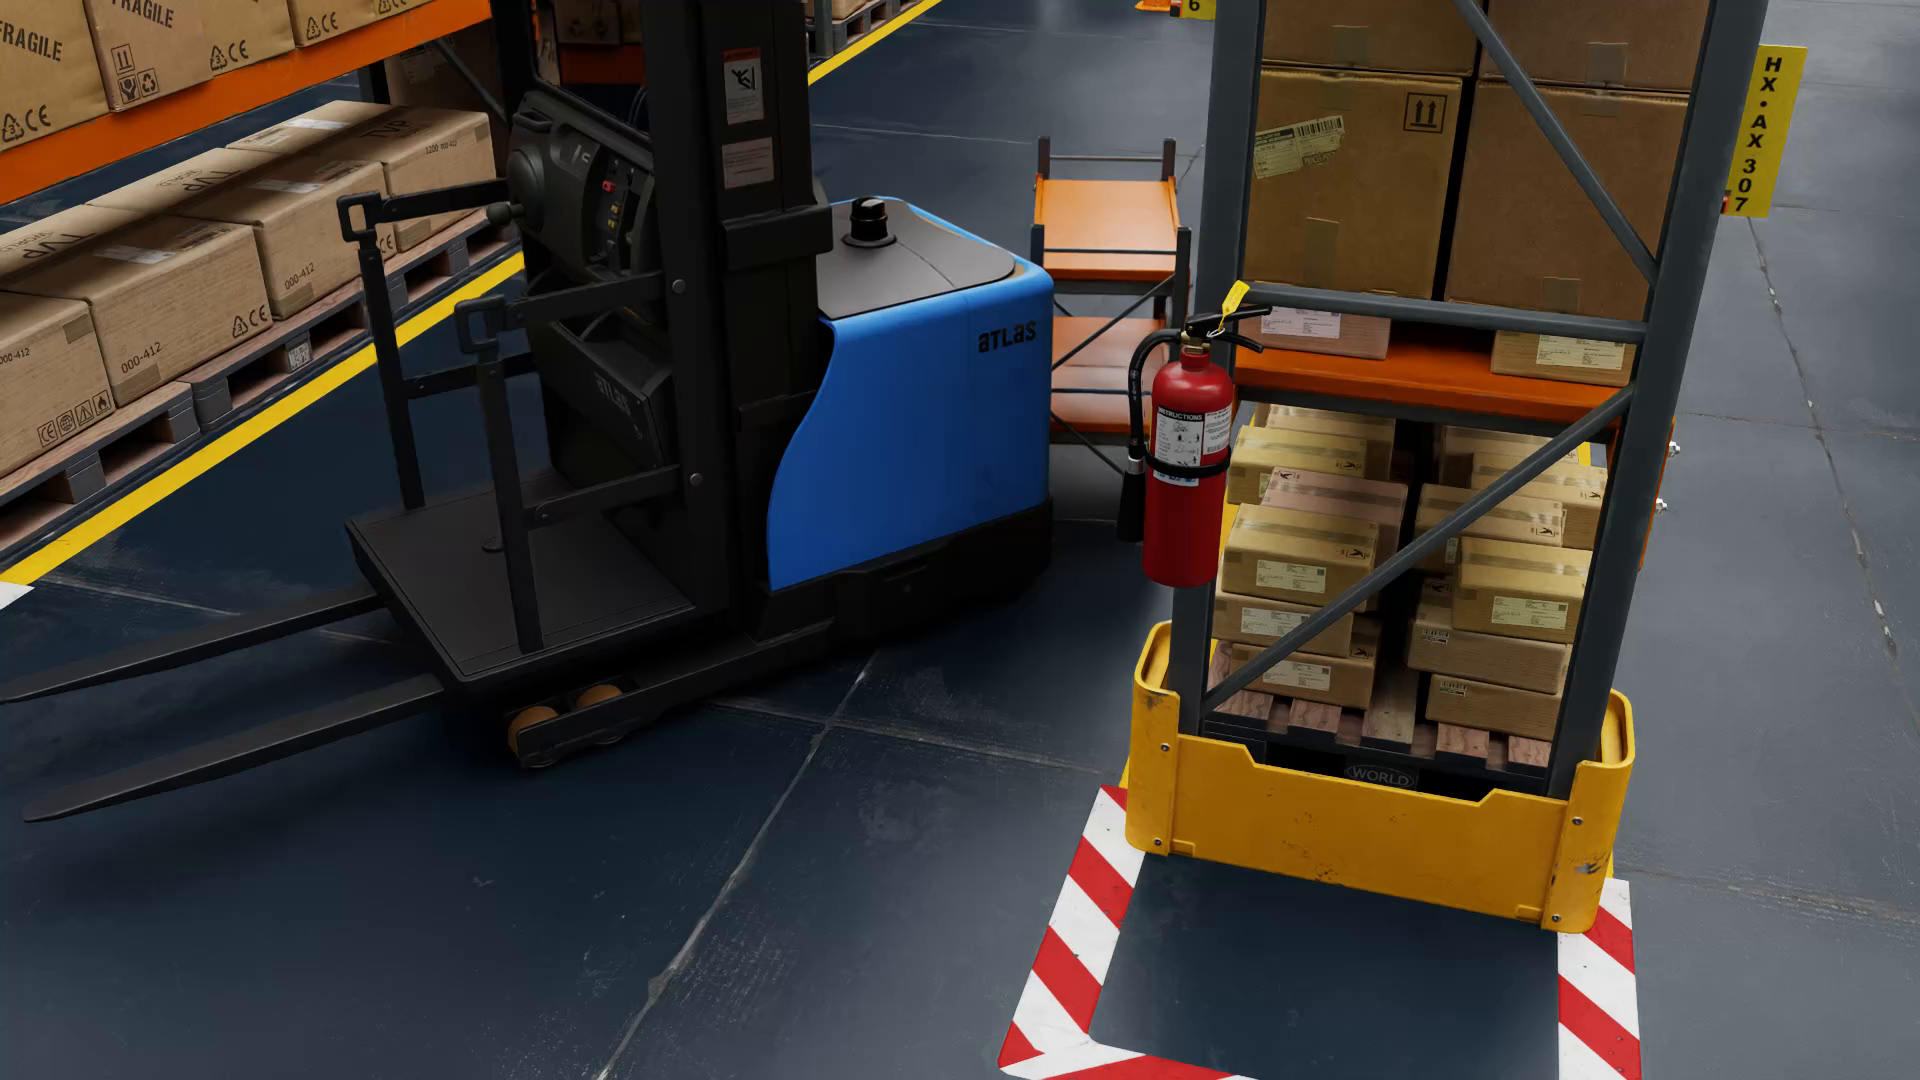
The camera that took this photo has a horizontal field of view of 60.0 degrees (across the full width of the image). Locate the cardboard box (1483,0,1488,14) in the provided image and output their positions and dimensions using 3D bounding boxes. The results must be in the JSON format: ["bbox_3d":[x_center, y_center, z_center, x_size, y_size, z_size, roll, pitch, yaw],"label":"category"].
[{"bbox_3d":[1.530,-1.492,3.909,0.500,0.500,0.500,9,30,16],"label":"cardboard box"}]

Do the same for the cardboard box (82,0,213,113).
[{"bbox_3d":[-3.055,-1.833,5.857,0.500,0.500,0.500,8,30,15],"label":"cardboard box"}]

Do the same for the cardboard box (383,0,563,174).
[{"bbox_3d":[-2.479,-2.548,8.998,0.875,0.875,0.875,9,30,16],"label":"cardboard box"}]

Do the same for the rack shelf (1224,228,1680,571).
[{"bbox_3d":[1.590,-1.090,5.364,1.077,0.370,4.000,8,30,15],"label":"rack shelf"}]

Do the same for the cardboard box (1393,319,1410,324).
[{"bbox_3d":[0.937,-0.667,4.122,0.380,0.149,0.250,8,30,15],"label":"cardboard box"}]

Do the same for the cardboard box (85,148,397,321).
[{"bbox_3d":[-3.134,-1.365,7.321,0.875,0.438,0.875,8,30,13],"label":"cardboard box"}]

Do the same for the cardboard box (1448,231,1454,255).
[{"bbox_3d":[1.522,-0.851,4.452,0.380,0.149,0.250,10,31,17],"label":"cardboard box"}]

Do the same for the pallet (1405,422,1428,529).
[{"bbox_3d":[1.657,-0.229,5.945,1.003,0.211,1.213,8,30,15],"label":"pallet"}]

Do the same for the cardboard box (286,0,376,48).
[{"bbox_3d":[-2.756,-2.309,6.713,0.500,0.500,0.500,8,30,14],"label":"cardboard box"}]

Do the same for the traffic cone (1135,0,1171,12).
[{"bbox_3d":[1.609,-4.549,13.451,0.336,0.463,0.334,8,30,15],"label":"traffic cone"}]

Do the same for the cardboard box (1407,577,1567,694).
[{"bbox_3d":[1.402,0.250,4.409,0.380,0.149,0.250,10,31,17],"label":"cardboard box"}]

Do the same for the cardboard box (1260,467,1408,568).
[{"bbox_3d":[1.045,-0.063,4.667,0.380,0.149,0.250,9,30,16],"label":"cardboard box"}]

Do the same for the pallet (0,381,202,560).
[{"bbox_3d":[-3.599,-0.299,6.070,1.003,0.211,1.213,8,30,15],"label":"pallet"}]

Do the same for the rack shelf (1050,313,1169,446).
[{"bbox_3d":[0.504,-0.518,6.027,0.538,0.278,1.000,2,29,3],"label":"rack shelf"}]

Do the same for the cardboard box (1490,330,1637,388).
[{"bbox_3d":[1.411,-0.469,3.766,0.380,0.149,0.250,8,30,14],"label":"cardboard box"}]

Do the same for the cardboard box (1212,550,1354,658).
[{"bbox_3d":[0.885,0.171,4.551,0.380,0.149,0.250,8,30,14],"label":"cardboard box"}]

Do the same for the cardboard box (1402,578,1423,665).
[{"bbox_3d":[1.461,0.256,4.705,0.380,0.149,0.250,8,30,15],"label":"cardboard box"}]

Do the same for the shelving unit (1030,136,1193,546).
[{"bbox_3d":[0.504,-0.732,5.908,0.538,1.125,1.048,2,29,3],"label":"shelving unit"}]

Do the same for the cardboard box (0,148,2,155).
[{"bbox_3d":[-3.344,-1.360,5.007,0.500,0.500,0.500,8,30,14],"label":"cardboard box"}]

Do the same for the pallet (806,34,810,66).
[{"bbox_3d":[-1.714,-3.278,11.425,1.003,0.211,1.213,8,30,15],"label":"pallet"}]

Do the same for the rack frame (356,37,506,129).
[{"bbox_3d":[-2.585,-2.993,8.045,1.000,3.000,0.127,8,30,15],"label":"rack frame"}]

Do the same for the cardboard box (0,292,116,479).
[{"bbox_3d":[-3.661,-0.519,5.801,0.875,0.438,0.875,7,30,13],"label":"cardboard box"}]

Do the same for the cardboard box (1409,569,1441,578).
[{"bbox_3d":[1.524,0.005,4.850,0.380,0.149,0.250,9,30,16],"label":"cardboard box"}]

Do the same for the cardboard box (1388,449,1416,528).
[{"bbox_3d":[1.213,-0.181,5.184,0.380,0.149,0.250,8,30,14],"label":"cardboard box"}]

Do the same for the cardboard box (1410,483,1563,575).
[{"bbox_3d":[1.447,-0.013,4.576,0.380,0.149,0.250,9,30,16],"label":"cardboard box"}]

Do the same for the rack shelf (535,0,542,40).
[{"bbox_3d":[-1.998,-3.608,9.891,1.077,0.370,4.000,8,30,15],"label":"rack shelf"}]

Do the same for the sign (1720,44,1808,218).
[{"bbox_3d":[1.521,-0.776,3.169,0.100,0.325,0.005,8,30,15],"label":"sign"}]

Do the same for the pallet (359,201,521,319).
[{"bbox_3d":[-2.883,-1.433,8.108,1.003,0.211,1.213,8,30,15],"label":"pallet"}]

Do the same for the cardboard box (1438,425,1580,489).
[{"bbox_3d":[1.637,-0.239,4.983,0.380,0.149,0.250,7,30,12],"label":"cardboard box"}]

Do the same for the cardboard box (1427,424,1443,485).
[{"bbox_3d":[1.690,-0.236,5.283,0.380,0.149,0.250,7,30,12],"label":"cardboard box"}]

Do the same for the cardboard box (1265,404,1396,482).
[{"bbox_3d":[1.136,-0.313,5.116,0.380,0.149,0.250,7,30,13],"label":"cardboard box"}]

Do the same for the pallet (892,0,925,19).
[{"bbox_3d":[-0.820,-4.562,13.733,1.003,0.211,1.213,8,30,15],"label":"pallet"}]

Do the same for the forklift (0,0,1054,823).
[{"bbox_3d":[-1.209,-0.942,4.429,3.031,2.935,1.130,-18,34,-29],"label":"forklift"}]

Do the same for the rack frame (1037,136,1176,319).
[{"bbox_3d":[0.537,-0.978,6.351,0.500,1.125,0.032,2,29,3],"label":"rack frame"}]

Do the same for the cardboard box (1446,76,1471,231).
[{"bbox_3d":[1.045,-1.133,4.292,0.500,0.500,0.500,8,30,14],"label":"cardboard box"}]

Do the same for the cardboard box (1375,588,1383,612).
[{"bbox_3d":[1.096,0.068,5.042,0.380,0.149,0.250,8,30,15],"label":"cardboard box"}]

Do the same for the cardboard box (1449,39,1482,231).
[{"bbox_3d":[1.531,-1.070,4.180,0.500,0.500,0.500,9,30,15],"label":"cardboard box"}]
